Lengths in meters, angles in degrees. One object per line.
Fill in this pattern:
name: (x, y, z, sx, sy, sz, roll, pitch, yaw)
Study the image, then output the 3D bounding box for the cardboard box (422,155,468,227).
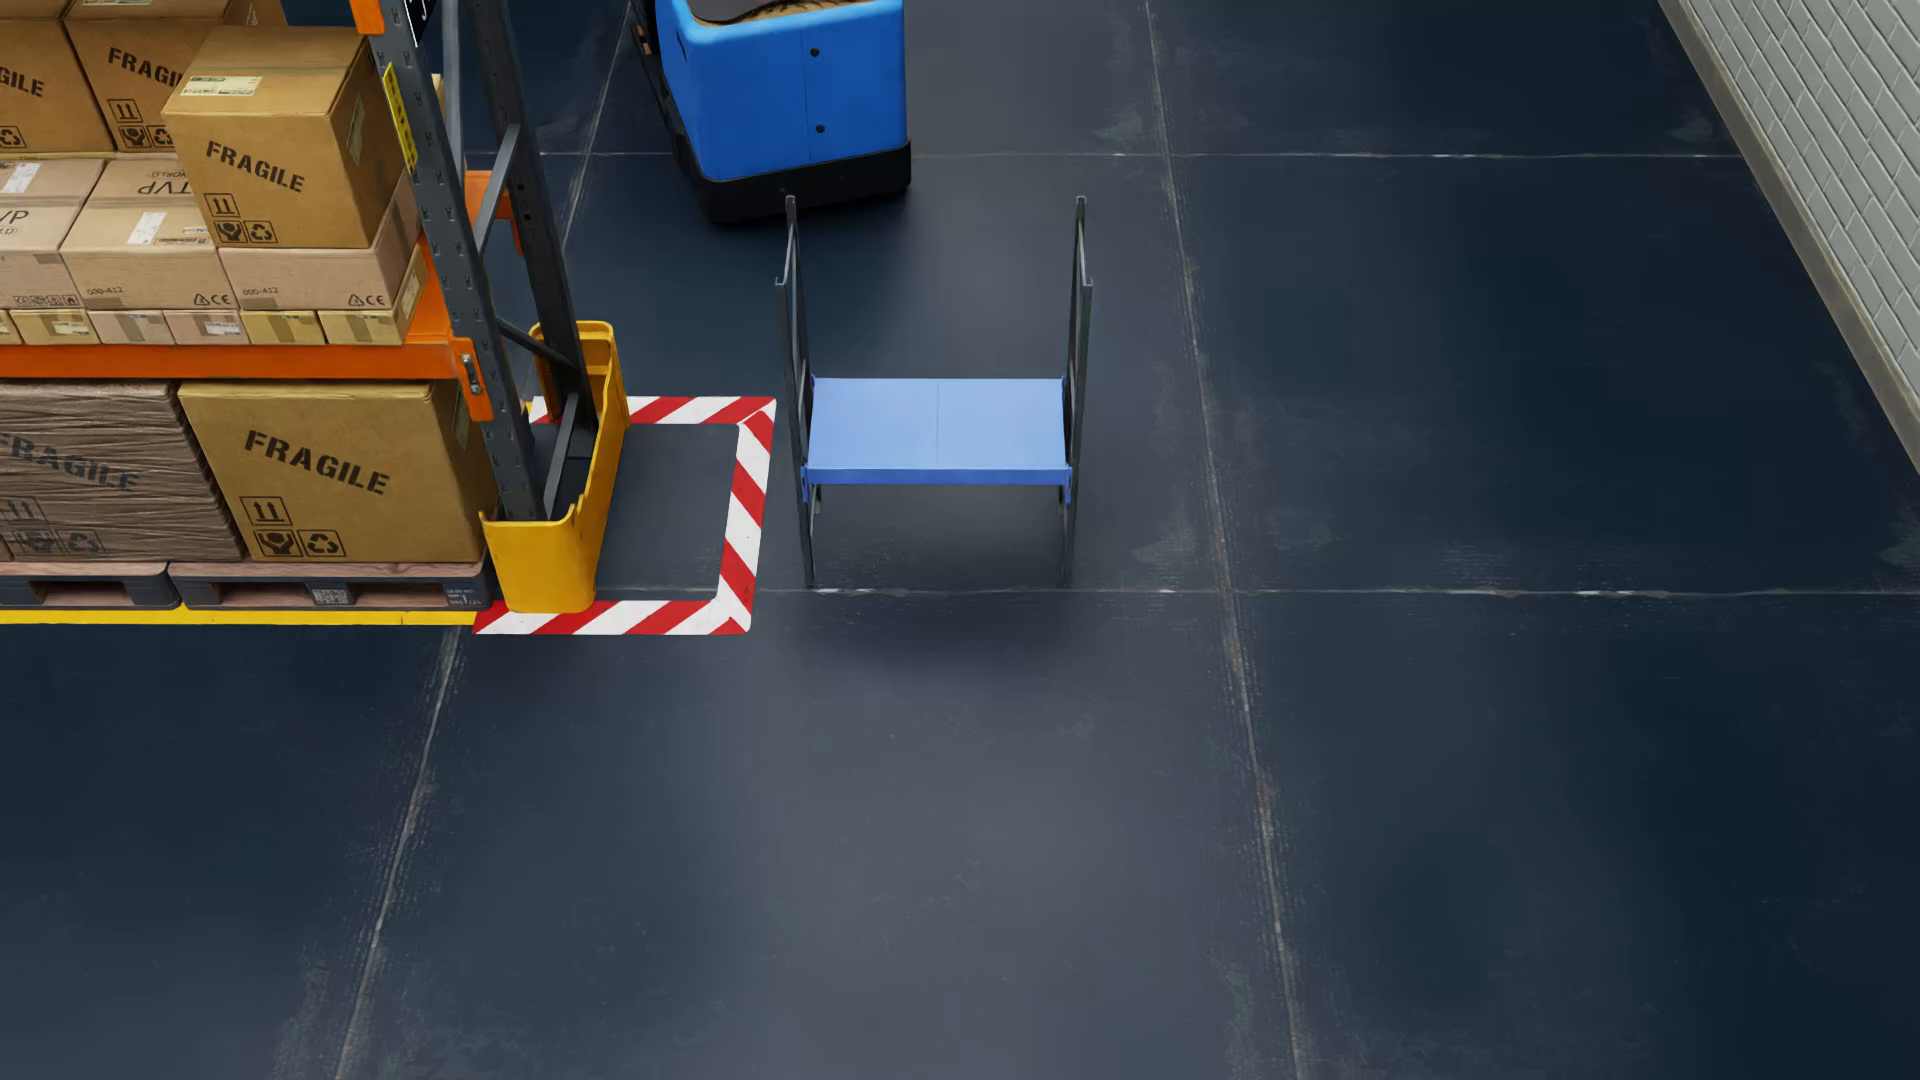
cardboard box: (-1.986, -1.321, 6.102, 0.250, 0.149, 0.380, 1, 47, 1)

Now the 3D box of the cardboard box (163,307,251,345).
cardboard box: (-2.502, -0.839, 5.654, 0.250, 0.149, 0.380, 0, 47, 0)

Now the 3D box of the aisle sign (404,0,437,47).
aisle sign: (-1.561, -1.830, 4.628, 0.004, 0.787, 0.394, 0, 47, 0)

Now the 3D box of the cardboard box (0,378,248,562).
cardboard box: (-3.182, -0.529, 6.358, 0.875, 0.875, 0.875, 0, 47, 0)

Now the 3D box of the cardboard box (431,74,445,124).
cardboard box: (-2.111, -1.413, 5.915, 0.500, 0.250, 0.500, -1, 47, -1)

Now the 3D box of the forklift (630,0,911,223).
forklift: (-1.187, -3.642, 8.138, 1.130, 2.935, 3.031, -14, 49, -12)

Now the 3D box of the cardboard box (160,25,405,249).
cardboard box: (-2.120, -1.279, 5.278, 0.500, 0.500, 0.500, 1, 47, 1)

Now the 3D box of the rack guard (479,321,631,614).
rack guard: (-1.608, -0.312, 6.699, 0.348, 0.500, 1.175, 0, 47, 0)

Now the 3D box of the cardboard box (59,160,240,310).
cardboard box: (-2.625, -1.023, 5.552, 0.500, 0.250, 0.500, -1, 47, -1)

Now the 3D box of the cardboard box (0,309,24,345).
cardboard box: (-3.270, -0.840, 5.655, 0.250, 0.149, 0.380, 0, 47, 0)

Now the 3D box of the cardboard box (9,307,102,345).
cardboard box: (-3.011, -0.840, 5.654, 0.250, 0.149, 0.380, -1, 47, -1)

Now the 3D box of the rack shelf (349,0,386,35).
rack shelf: (-3.632, -1.946, 4.955, 4.000, 0.370, 1.077, 0, 47, 0)

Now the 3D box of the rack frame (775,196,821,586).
rack frame: (-0.594, -0.513, 6.203, 0.032, 1.500, 0.500, 0, 47, 0)

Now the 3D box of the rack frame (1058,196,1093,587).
rack frame: (0.423, -0.510, 6.200, 0.032, 1.500, 0.500, 0, 47, 0)

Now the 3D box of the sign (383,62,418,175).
sign: (-1.648, -1.242, 4.904, 0.005, 0.325, 0.100, 0, 47, 0)

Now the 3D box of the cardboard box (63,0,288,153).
cardboard box: (-2.611, -1.670, 5.642, 0.500, 0.500, 0.500, -1, 47, -1)

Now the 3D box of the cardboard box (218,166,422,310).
cardboard box: (-2.118, -1.021, 5.551, 0.500, 0.250, 0.500, -1, 47, 0)

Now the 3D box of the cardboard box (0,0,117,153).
cardboard box: (-3.129, -1.667, 5.639, 0.500, 0.500, 0.500, -1, 47, -1)

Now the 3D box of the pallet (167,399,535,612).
pallet: (-2.432, -0.159, 6.754, 1.213, 0.211, 1.003, 0, 47, 0)

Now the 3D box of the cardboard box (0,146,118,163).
cardboard box: (-3.133, -1.414, 5.916, 0.500, 0.250, 0.500, -1, 47, -1)

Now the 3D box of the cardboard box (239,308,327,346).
cardboard box: (-2.249, -0.838, 5.652, 0.250, 0.149, 0.380, 1, 47, 1)

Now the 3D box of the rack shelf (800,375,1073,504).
rack shelf: (-0.085, -0.389, 6.333, 1.000, 0.185, 0.538, 0, 47, 0)

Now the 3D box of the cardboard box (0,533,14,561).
cardboard box: (-4.072, -0.531, 6.360, 0.875, 0.875, 0.875, 0, 47, 0)

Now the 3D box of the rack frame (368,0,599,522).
rack frame: (-1.632, -1.164, 5.784, 0.127, 3.000, 1.000, 0, 47, 0)

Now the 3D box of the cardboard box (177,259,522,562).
cardboard box: (-2.272, -0.526, 6.355, 0.875, 0.875, 0.875, 0, 47, 0)

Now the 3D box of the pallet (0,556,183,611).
pallet: (-3.649, -0.164, 6.759, 1.213, 0.211, 1.003, 0, 47, 0)

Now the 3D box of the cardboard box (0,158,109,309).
cardboard box: (-3.134, -1.024, 5.553, 0.500, 0.250, 0.500, -1, 47, -1)

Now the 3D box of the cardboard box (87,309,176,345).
cardboard box: (-2.751, -0.841, 5.655, 0.250, 0.149, 0.380, 1, 47, 1)

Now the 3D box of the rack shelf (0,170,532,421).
rack shelf: (-3.632, -0.924, 6.053, 4.000, 0.370, 1.077, 0, 47, 0)

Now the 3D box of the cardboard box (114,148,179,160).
cardboard box: (-2.631, -1.410, 5.912, 0.500, 0.250, 0.500, 0, 47, 0)

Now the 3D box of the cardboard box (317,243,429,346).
cardboard box: (-1.989, -0.838, 5.653, 0.250, 0.149, 0.380, 1, 47, 1)

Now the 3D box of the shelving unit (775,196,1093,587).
shelving unit: (-0.085, -0.511, 6.201, 1.048, 1.500, 0.538, 0, 47, 0)
